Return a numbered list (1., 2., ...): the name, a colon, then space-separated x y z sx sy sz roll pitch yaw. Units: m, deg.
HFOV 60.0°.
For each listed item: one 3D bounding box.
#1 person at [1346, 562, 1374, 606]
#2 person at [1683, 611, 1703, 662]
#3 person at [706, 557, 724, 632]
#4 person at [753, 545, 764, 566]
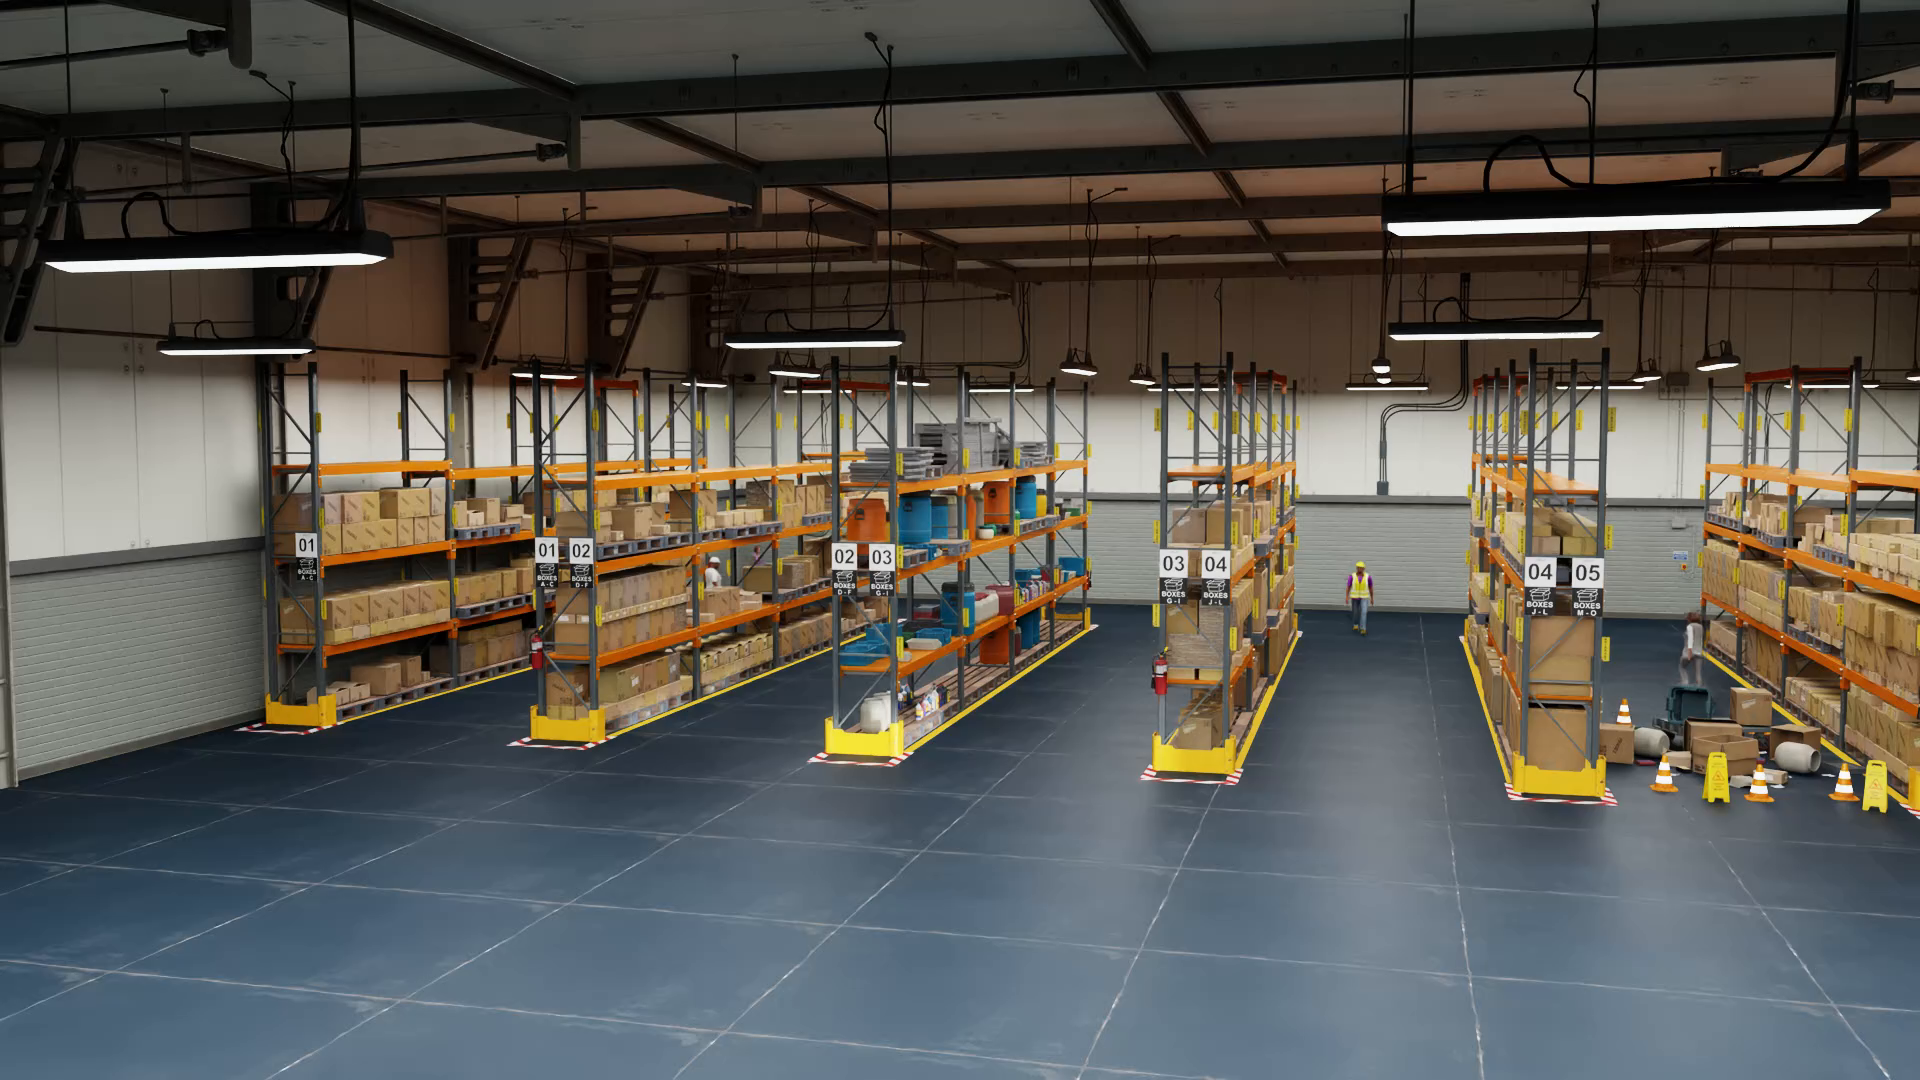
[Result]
1. person: 9.476 1.049 39.392 0.662 1.068 0.408 1 4 11
2. person: 13.318 1.757 30.154 0.410 0.934 0.393 0 4 -3
3. person: -5.923 1.311 40.070 0.382 1.808 0.669 -2 5 -27
4. person: -5.768 0.917 46.774 0.805 1.561 0.401 2 4 23
